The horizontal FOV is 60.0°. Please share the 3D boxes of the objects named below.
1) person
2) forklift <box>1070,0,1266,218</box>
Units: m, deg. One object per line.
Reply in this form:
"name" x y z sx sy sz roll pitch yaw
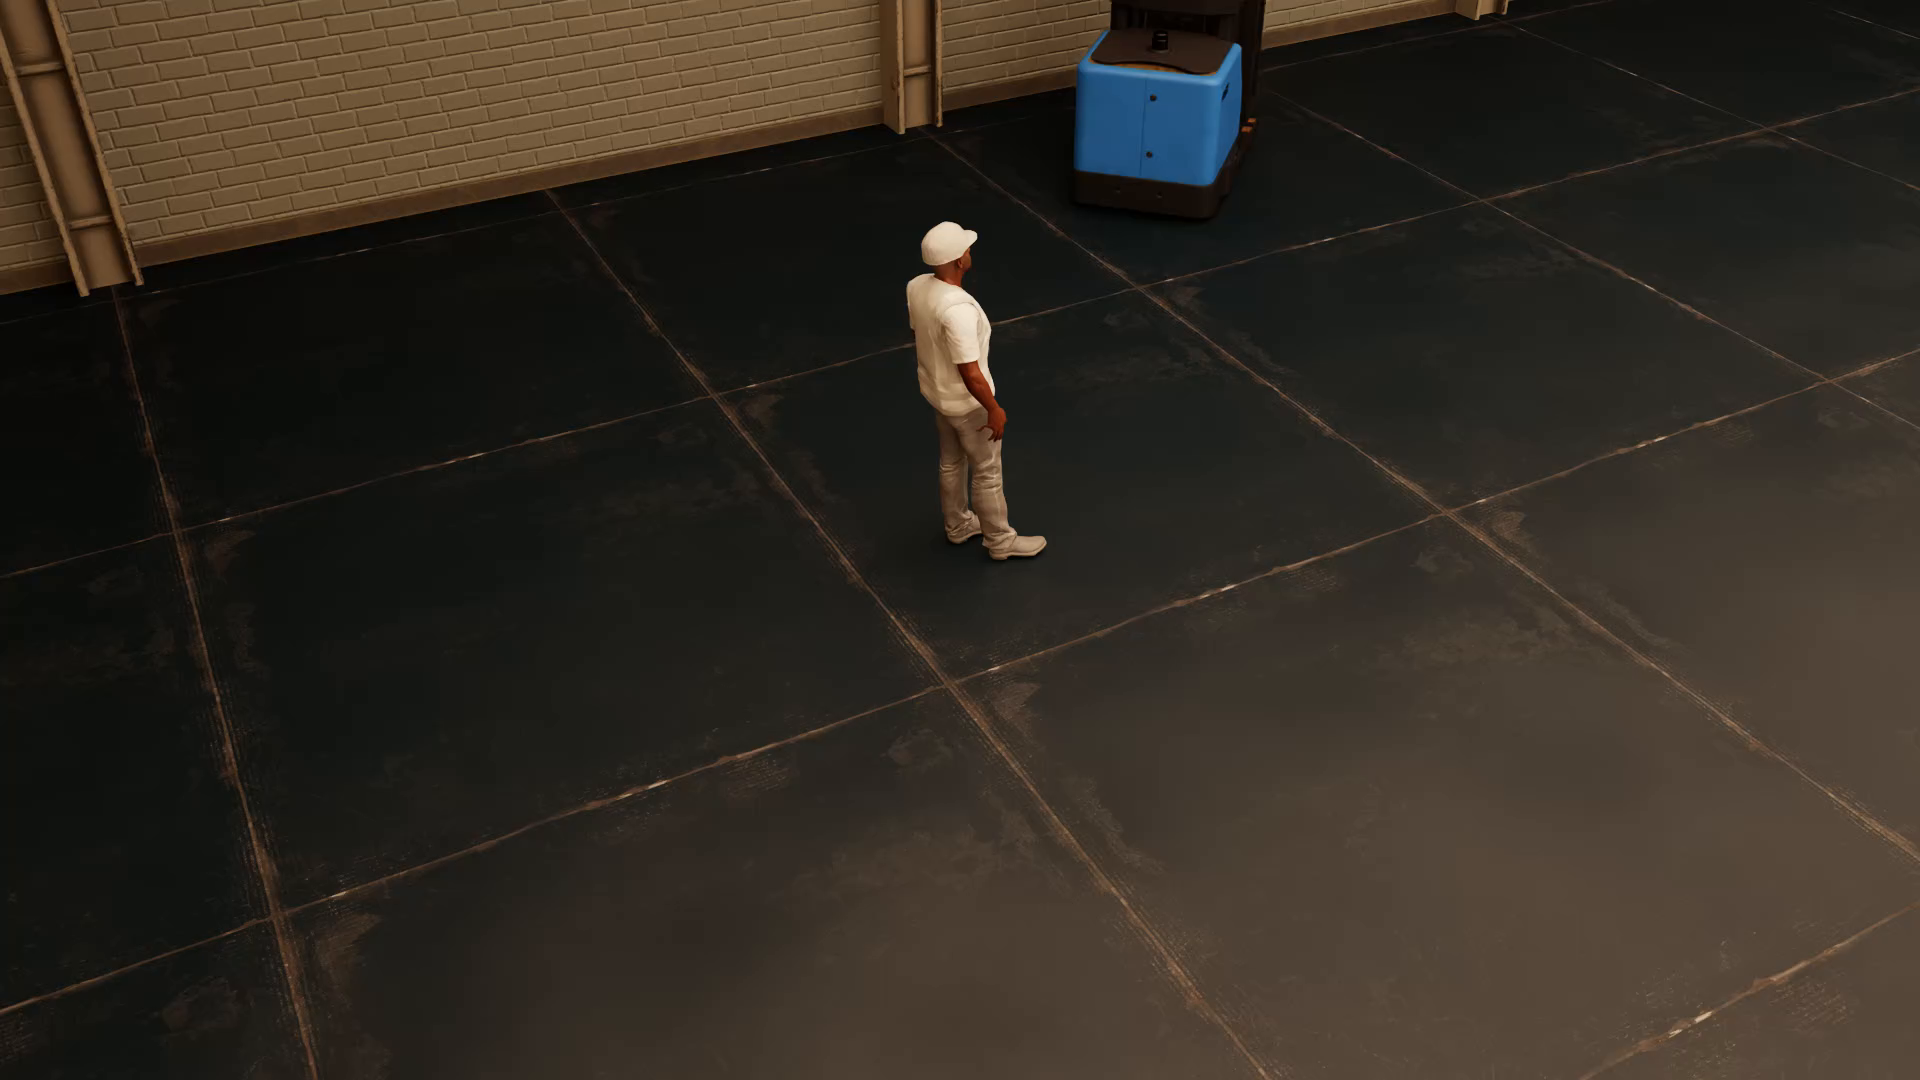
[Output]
"person" 0.064 -0.743 8.172 0.575 1.768 0.666 -17 39 -23
"forklift" 1.733 -4.319 12.233 1.130 2.935 3.031 11 37 15
